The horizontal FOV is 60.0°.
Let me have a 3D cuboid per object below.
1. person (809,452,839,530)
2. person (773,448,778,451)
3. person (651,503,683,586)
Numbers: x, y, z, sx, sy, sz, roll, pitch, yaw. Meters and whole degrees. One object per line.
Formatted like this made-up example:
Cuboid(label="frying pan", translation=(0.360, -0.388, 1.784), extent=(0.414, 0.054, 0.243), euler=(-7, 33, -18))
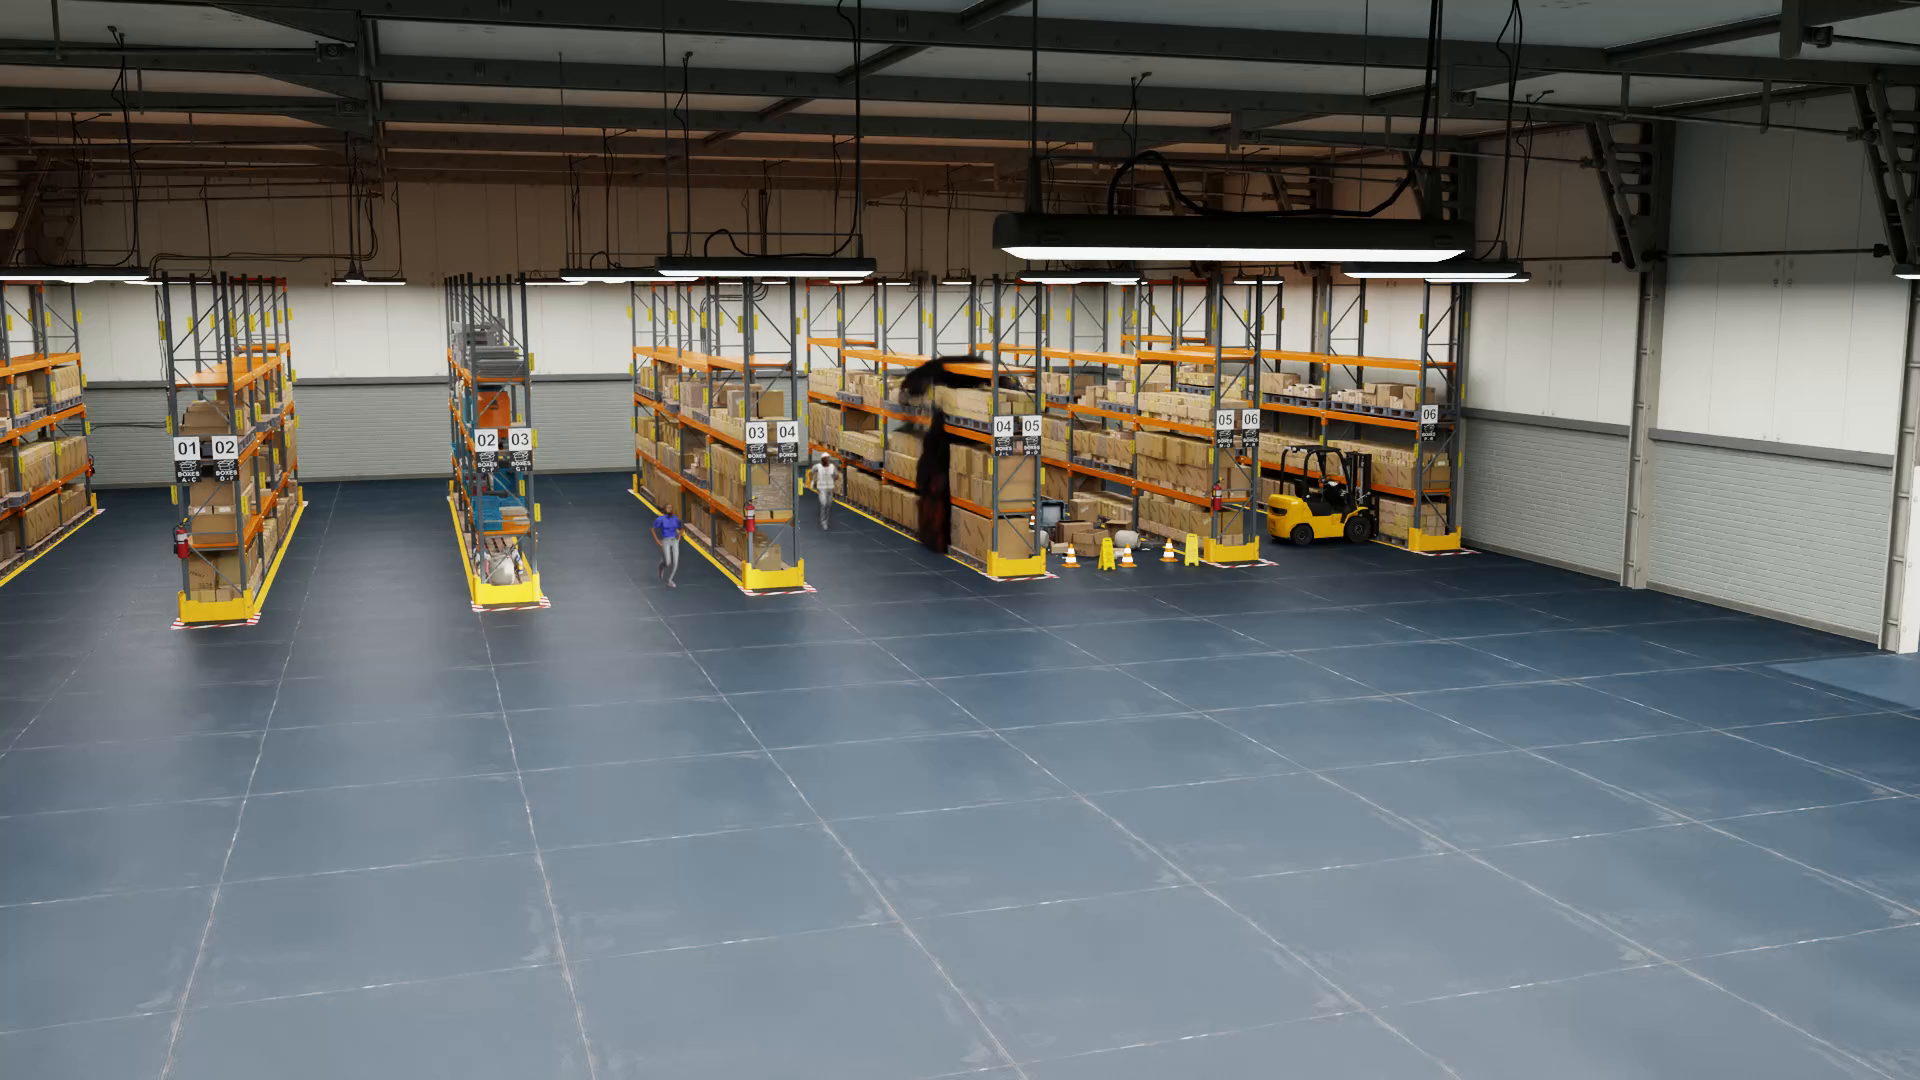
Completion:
Cuboid(label="person", translation=(-3.244, -1.193, 40.032), extent=(0.670, 1.845, 0.804), euler=(-4, 9, -23))
Cuboid(label="person", translation=(-5.307, -2.496, 48.992), extent=(0.802, 1.683, 0.661), euler=(7, 11, 37))
Cuboid(label="person", translation=(-5.636, 0.090, 32.198), extent=(0.624, 1.613, 0.527), euler=(-5, 10, -30))
